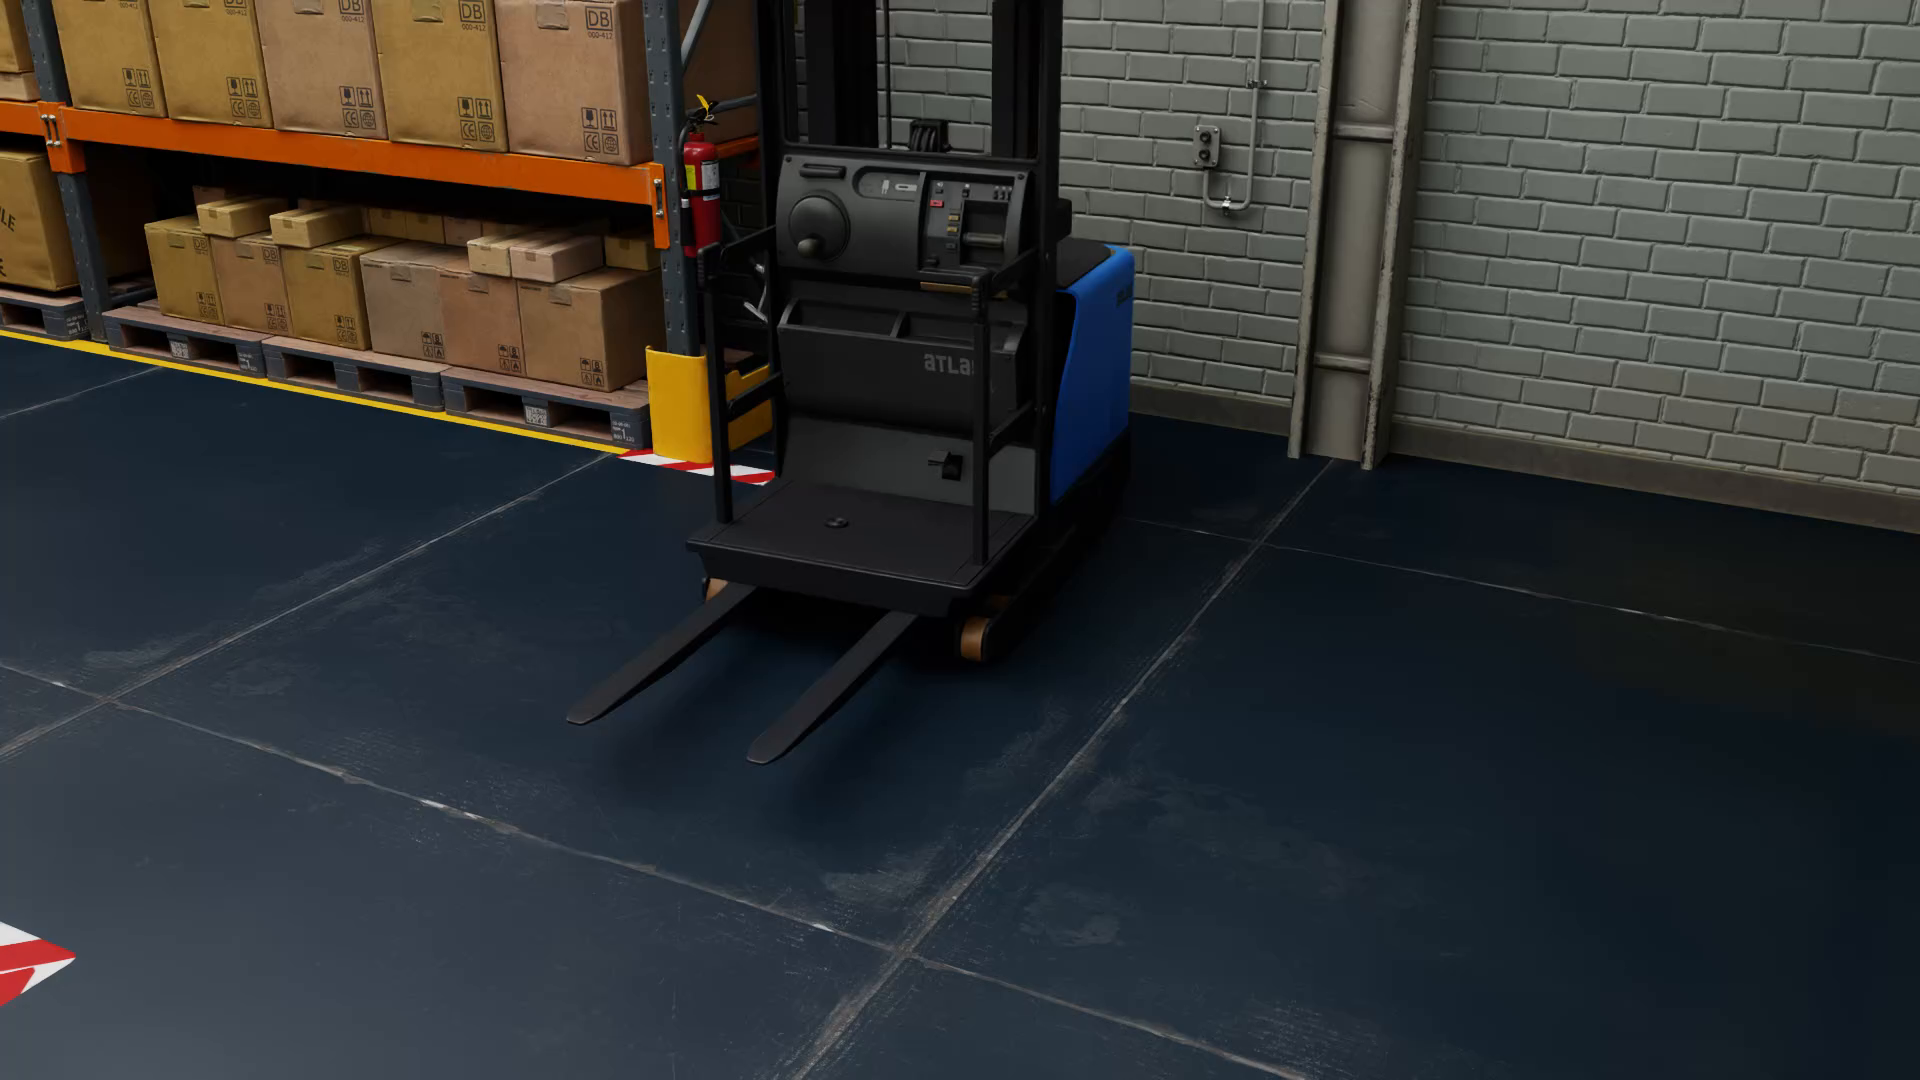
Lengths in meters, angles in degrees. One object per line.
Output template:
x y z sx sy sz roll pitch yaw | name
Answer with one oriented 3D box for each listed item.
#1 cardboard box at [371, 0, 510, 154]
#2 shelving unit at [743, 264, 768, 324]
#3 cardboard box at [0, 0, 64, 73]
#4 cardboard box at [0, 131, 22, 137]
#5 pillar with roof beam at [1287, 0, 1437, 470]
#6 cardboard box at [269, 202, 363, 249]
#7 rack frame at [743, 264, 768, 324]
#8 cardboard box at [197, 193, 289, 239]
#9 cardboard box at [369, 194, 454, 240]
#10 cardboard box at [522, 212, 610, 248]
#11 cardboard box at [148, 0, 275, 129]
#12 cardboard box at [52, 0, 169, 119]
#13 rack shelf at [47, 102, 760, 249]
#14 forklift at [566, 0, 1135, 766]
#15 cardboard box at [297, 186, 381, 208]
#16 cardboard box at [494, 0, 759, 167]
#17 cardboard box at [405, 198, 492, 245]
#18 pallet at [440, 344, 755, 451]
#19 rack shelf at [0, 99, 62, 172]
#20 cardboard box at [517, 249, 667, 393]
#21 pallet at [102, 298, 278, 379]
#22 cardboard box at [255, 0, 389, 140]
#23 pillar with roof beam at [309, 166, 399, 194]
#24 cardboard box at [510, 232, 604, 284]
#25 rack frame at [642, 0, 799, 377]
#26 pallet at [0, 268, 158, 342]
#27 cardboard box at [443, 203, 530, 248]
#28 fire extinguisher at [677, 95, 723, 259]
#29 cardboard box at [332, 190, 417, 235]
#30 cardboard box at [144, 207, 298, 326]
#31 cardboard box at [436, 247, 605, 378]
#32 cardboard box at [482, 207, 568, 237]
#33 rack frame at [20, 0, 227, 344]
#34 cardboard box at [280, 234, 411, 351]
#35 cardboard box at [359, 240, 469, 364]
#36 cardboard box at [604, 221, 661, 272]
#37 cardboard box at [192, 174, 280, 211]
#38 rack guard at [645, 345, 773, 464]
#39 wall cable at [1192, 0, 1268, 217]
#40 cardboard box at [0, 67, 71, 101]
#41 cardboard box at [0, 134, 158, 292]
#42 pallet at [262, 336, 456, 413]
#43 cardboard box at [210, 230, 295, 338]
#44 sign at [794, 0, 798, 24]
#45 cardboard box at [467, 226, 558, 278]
-2.163 -2.306 7.956 0.700 0.700 0.980 11 25 24 | cardboard box
-0.398 -0.951 7.918 1.200 0.258 0.503 38 40 14 | shelving unit
-5.144 -2.849 9.082 0.500 0.500 0.500 11 25 24 | cardboard box
-6.052 -2.092 10.047 0.750 0.750 0.750 12 26 26 | cardboard box
-0.191 -3.039 2.398 0.400 9.000 9.100 11 25 25 | pillar with roof beam
-3.308 -1.620 8.556 0.250 0.149 0.380 10 25 23 | cardboard box
-0.530 -0.854 7.737 1.200 0.240 0.015 38 40 14 | rack frame
-3.774 -1.712 8.772 0.250 0.149 0.380 12 26 26 | cardboard box
-2.875 -1.703 8.750 0.250 0.149 0.380 11 25 24 | cardboard box
-1.969 -1.524 8.329 0.250 0.149 0.380 11 26 25 | cardboard box
-3.493 -2.569 8.574 0.700 0.700 0.980 11 25 23 | cardboard box
-4.142 -2.700 8.882 0.700 0.700 0.980 12 26 25 | cardboard box
-2.834 -1.979 8.489 4.000 0.370 1.077 11 25 25 | rack shelf
-0.289 -1.109 5.612 1.130 2.935 3.031 9 25 20 | forklift
-3.331 -1.793 8.962 0.250 0.149 0.380 10 25 23 | cardboard box
-1.509 -2.181 7.663 0.700 0.700 0.980 12 26 27 | cardboard box
-2.649 -1.658 8.644 0.250 0.149 0.380 11 26 25 | cardboard box
-1.798 -0.787 8.332 1.213 0.211 1.003 11 25 25 | pallet
-6.403 -2.685 10.150 4.000 0.370 1.077 11 25 25 | rack shelf
-1.719 -1.088 8.134 0.500 0.500 0.700 11 25 25 | cardboard box
-3.975 -1.218 9.345 1.213 0.211 1.003 11 25 25 | pallet
-2.839 -2.444 8.280 0.700 0.700 0.980 10 25 22 | cardboard box
-5.546 -4.099 4.889 0.400 9.000 9.100 11 25 25 | pillar with roof beam
-1.916 -1.346 7.910 0.250 0.149 0.380 11 25 24 | cardboard box
-1.049 -1.957 7.518 0.127 3.000 1.000 11 25 25 | rack frame
-5.341 -1.490 9.983 1.213 0.211 1.003 11 25 25 | pallet
-2.420 -1.613 8.538 0.250 0.149 0.380 12 26 25 | cardboard box
-1.122 -1.562 7.165 0.183 0.674 0.296 11 25 25 | fire extinguisher
-3.106 -1.748 8.856 0.250 0.149 0.380 11 26 25 | cardboard box
-3.997 -1.538 9.191 0.500 0.500 0.700 12 26 25 | cardboard box
-2.165 -1.177 8.341 0.500 0.500 0.700 11 25 24 | cardboard box
-2.192 -1.568 8.433 0.250 0.149 0.380 11 26 25 | cardboard box
-4.619 -2.663 9.179 0.127 3.000 1.000 11 25 25 | rack frame
-3.094 -1.357 8.765 0.500 0.500 0.700 12 26 26 | cardboard box
-2.614 -1.265 8.550 0.500 0.500 0.700 10 25 23 | cardboard box
-1.517 -1.435 8.119 0.250 0.149 0.380 11 26 25 | cardboard box
-4.037 -1.932 9.288 0.250 0.149 0.380 11 25 24 | cardboard box
-1.027 -0.802 7.997 0.348 0.500 1.175 11 25 25 | rack guard
0.521 -2.528 7.565 1.851 1.984 0.084 11 25 25 | wall cable
-5.048 -2.517 9.132 0.250 0.149 0.380 11 26 25 | cardboard box
-5.257 -1.936 9.681 0.750 0.750 0.750 12 26 25 | cardboard box
-2.882 -1.003 8.839 1.213 0.211 1.003 11 25 25 | pallet
-3.551 -1.448 8.980 0.500 0.500 0.700 11 25 24 | cardboard box
-0.793 -2.584 7.787 0.005 0.325 0.100 11 25 25 | sign
-2.144 -1.391 8.016 0.250 0.149 0.380 12 26 26 | cardboard box
